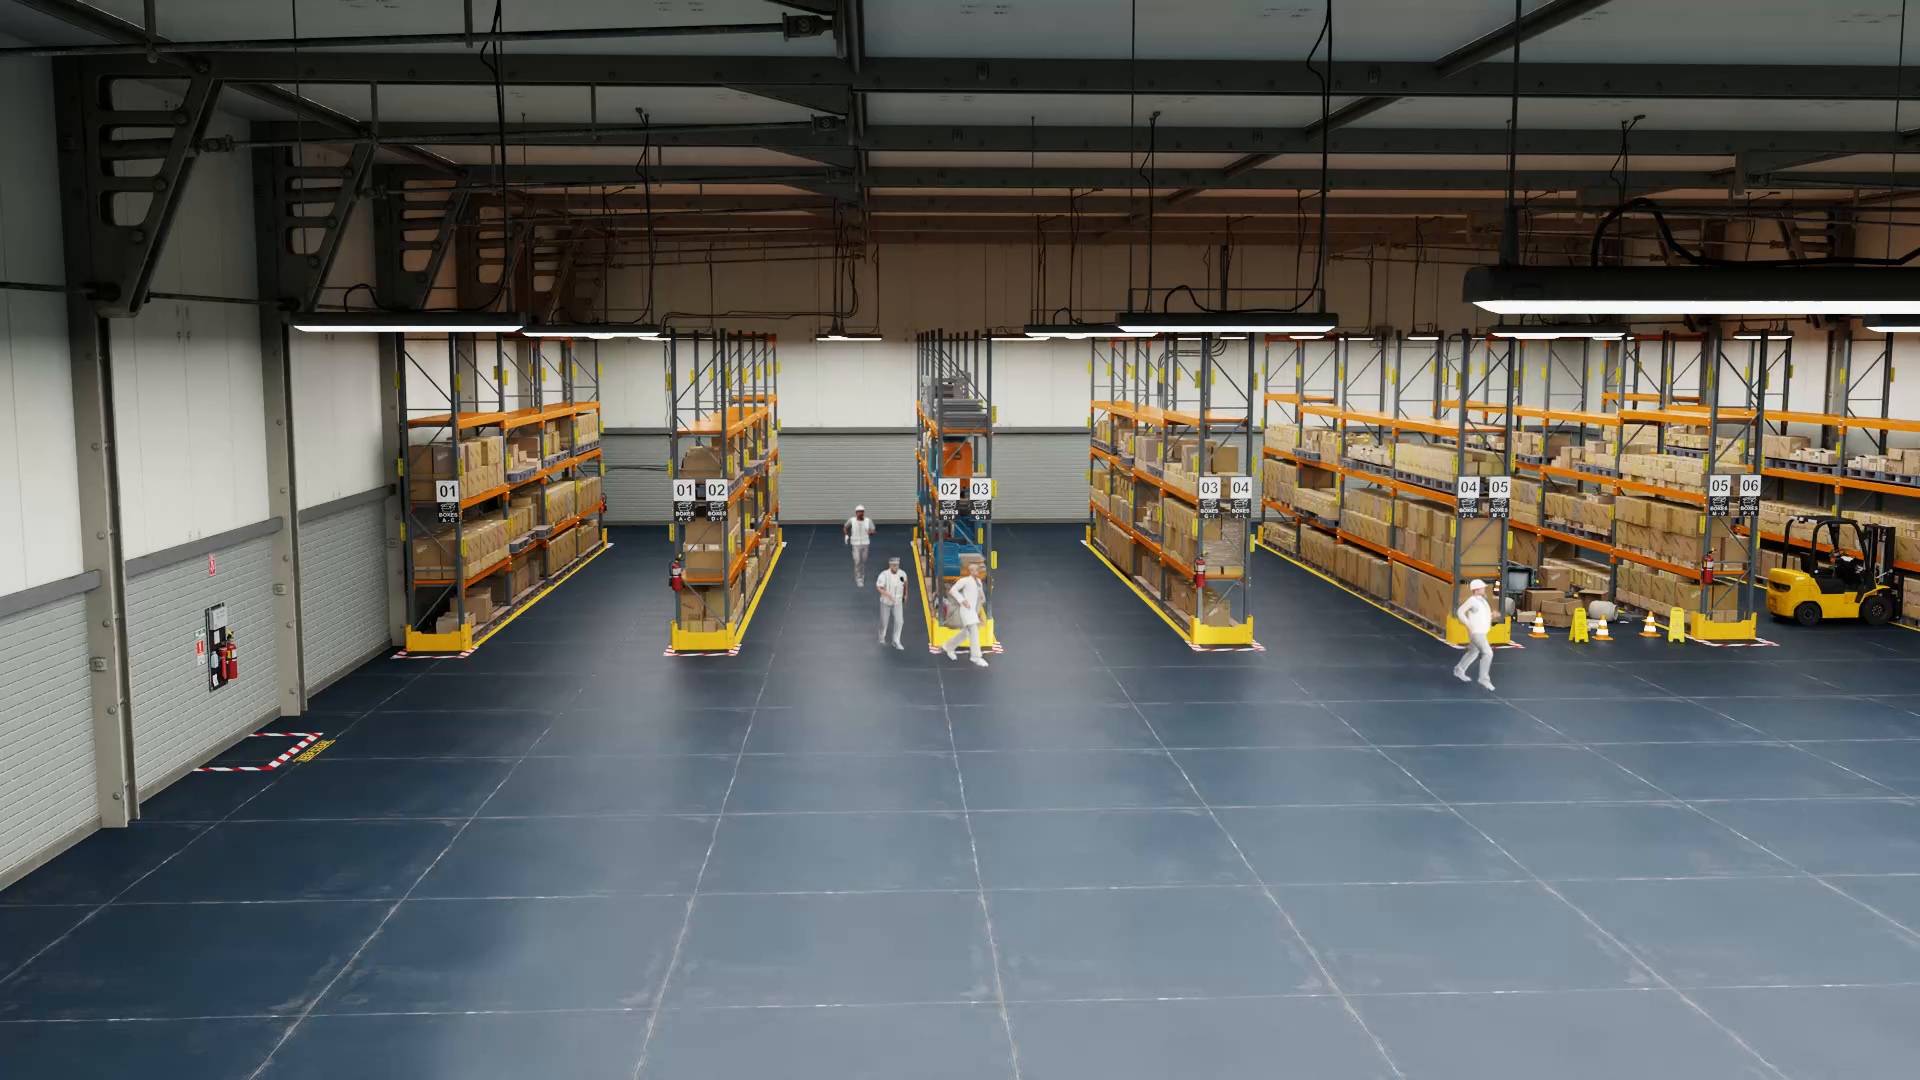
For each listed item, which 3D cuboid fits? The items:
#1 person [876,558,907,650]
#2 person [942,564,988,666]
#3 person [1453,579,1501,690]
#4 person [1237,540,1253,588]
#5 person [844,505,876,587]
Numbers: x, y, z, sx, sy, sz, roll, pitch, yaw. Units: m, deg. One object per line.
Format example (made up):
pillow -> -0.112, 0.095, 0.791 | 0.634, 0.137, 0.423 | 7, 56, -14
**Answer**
person -> -1.287, 1.185, 31.405 | 0.670, 1.775, 0.892 | -2, 7, -17
person -> 0.167, 1.325, 30.032 | 0.981, 1.805, 0.722 | 4, 8, 29
person -> 8.646, 1.569, 27.826 | 0.776, 1.831, 0.630 | 4, 8, 32
person -> 6.661, 0.301, 39.052 | 0.545, 1.580, 0.873 | -2, 7, -15
person -> -2.228, 0.128, 37.308 | 0.679, 1.813, 0.916 | -2, 7, -15
